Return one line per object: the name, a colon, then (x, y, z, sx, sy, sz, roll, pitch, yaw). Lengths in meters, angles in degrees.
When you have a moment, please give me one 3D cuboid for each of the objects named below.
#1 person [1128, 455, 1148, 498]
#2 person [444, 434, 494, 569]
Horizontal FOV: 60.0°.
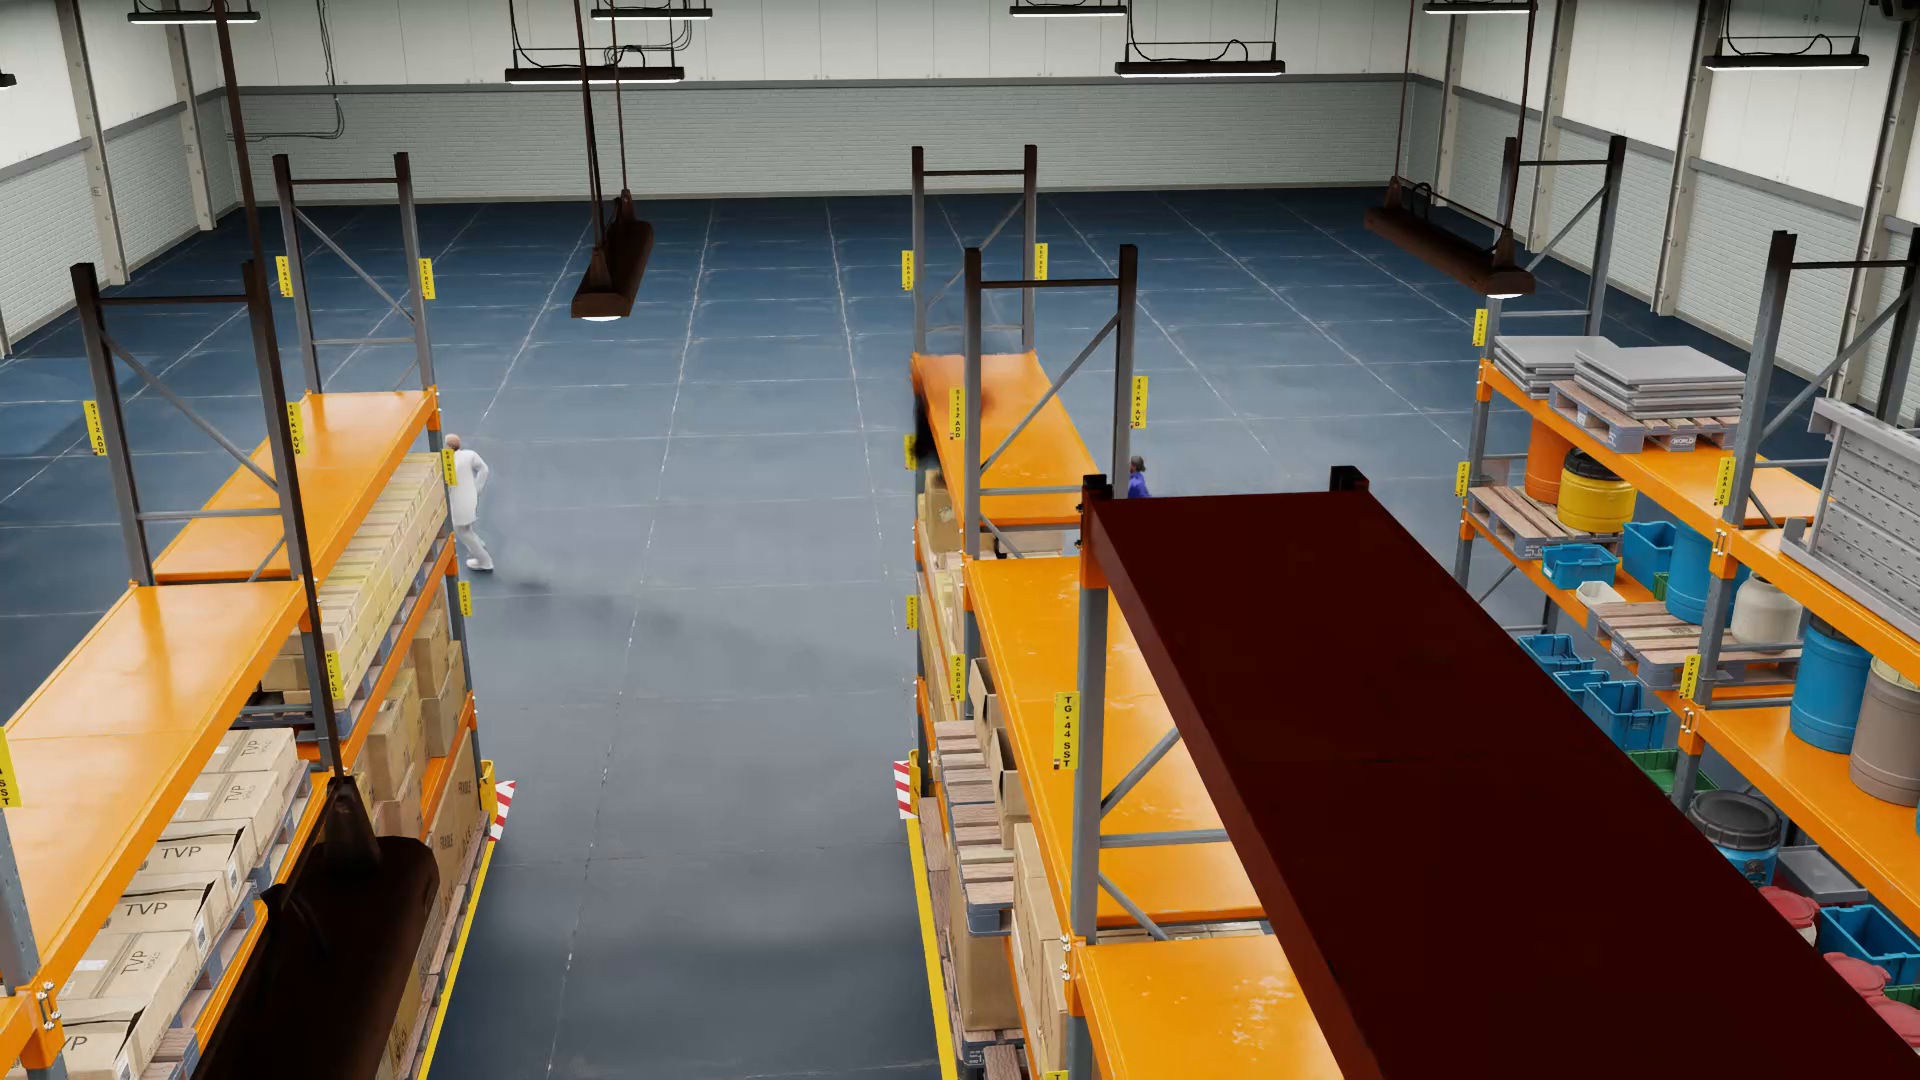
person: (2.029, -0.222, 19.992, 0.667, 1.685, 0.558, 6, 22, 16)
person: (-6.158, -0.484, 20.492, 0.758, 1.723, 0.627, 7, 23, 18)
